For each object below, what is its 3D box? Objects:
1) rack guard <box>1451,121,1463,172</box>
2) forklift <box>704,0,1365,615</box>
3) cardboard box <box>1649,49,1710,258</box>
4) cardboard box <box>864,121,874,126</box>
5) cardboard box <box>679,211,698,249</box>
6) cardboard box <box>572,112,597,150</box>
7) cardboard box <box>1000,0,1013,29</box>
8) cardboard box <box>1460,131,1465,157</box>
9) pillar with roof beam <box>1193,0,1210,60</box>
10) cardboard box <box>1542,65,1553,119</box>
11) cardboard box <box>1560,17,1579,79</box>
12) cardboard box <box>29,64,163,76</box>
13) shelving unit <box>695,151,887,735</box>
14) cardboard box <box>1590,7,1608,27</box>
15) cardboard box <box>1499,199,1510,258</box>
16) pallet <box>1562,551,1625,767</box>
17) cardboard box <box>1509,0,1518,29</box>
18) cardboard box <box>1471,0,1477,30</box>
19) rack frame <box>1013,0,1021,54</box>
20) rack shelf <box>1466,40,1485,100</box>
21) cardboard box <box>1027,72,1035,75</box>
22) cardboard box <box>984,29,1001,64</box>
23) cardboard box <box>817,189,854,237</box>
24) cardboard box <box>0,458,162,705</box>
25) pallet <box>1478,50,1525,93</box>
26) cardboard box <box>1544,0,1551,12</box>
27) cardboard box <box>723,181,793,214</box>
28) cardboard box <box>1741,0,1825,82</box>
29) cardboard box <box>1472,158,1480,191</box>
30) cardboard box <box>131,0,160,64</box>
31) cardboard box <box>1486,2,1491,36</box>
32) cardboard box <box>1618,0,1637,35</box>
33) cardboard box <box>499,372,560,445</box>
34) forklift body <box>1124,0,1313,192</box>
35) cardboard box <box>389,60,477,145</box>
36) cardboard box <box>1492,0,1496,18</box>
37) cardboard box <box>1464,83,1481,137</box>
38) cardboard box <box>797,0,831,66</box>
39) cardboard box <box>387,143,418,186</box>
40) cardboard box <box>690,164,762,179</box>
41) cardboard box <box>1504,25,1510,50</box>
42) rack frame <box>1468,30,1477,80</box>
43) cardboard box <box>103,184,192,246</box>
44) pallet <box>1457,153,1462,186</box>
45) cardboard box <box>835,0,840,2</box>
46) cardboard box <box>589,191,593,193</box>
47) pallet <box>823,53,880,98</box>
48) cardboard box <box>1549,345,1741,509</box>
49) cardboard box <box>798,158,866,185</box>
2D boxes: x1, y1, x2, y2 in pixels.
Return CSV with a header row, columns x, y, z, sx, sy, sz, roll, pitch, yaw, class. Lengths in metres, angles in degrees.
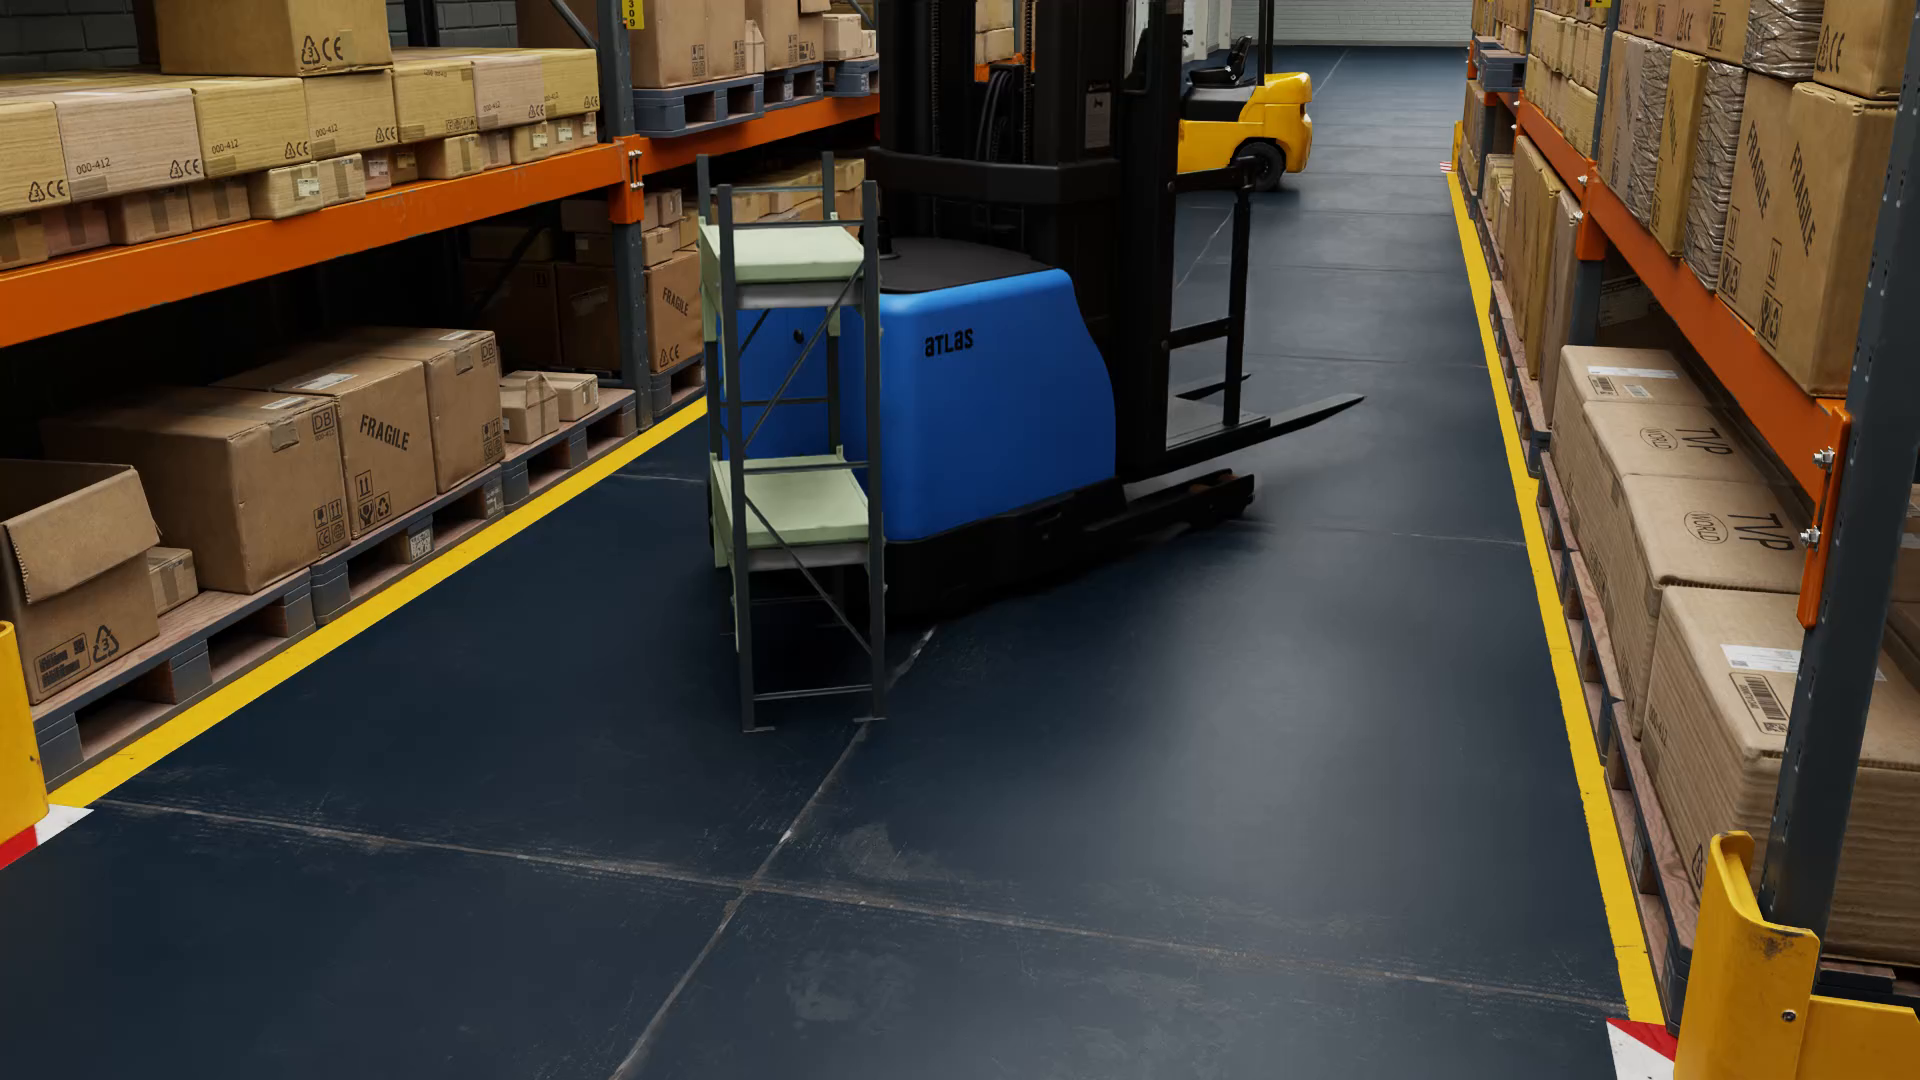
x,y,z,sx,sy,sz,roll,pitch,yaw,class
5.804,-4.130,17.505,1.175,0.500,0.348,5,19,13,rack guard
0.499,-1.538,6.155,1.130,2.935,3.031,17,26,41,forklift
2.141,-1.022,4.384,0.500,0.500,0.500,5,20,15,cardboard box
-0.283,-3.141,13.768,0.875,0.625,0.625,4,19,13,cardboard box
-1.534,-1.555,8.312,0.380,0.149,0.250,4,19,11,cardboard box
-1.757,-1.727,6.993,0.380,0.149,0.250,5,19,14,cardboard box
0.159,-4.465,14.078,0.500,0.250,0.500,4,19,12,cardboard box
5.357,-4.003,16.871,0.500,0.250,0.500,4,19,13,cardboard box
10.002,-15.602,37.942,9.100,9.000,0.400,5,19,13,pillar with roof beam
3.262,-2.298,8.507,0.500,0.250,0.500,5,20,15,cardboard box
2.998,-2.218,7.500,0.500,0.250,0.500,5,20,15,cardboard box
-2.665,-1.427,5.498,0.500,0.250,0.500,5,19,13,cardboard box
-0.488,-0.303,4.753,0.431,1.500,0.755,-4,19,-12,shelving unit
2.756,-2.256,6.449,0.500,0.500,0.500,5,20,15,cardboard box
4.015,-1.960,10.702,0.950,0.372,0.625,3,19,10,cardboard box
2.333,0.360,4.807,1.003,0.211,1.213,5,19,13,pallet
3.825,-3.543,10.656,0.500,0.500,0.500,4,19,13,cardboard box
5.438,-5.398,16.736,0.500,0.500,0.500,4,19,13,cardboard box
0.031,-4.474,14.644,1.000,3.000,0.127,5,19,13,rack frame
5.334,-4.369,15.451,1.077,0.370,4.000,5,19,13,rack shelf
0.707,-4.962,18.132,0.500,0.250,0.500,4,19,13,cardboard box
0.044,-4.066,13.683,0.500,0.250,0.500,5,19,13,cardboard box
-0.974,-1.930,10.415,0.500,0.500,0.500,4,19,13,cardboard box
-2.660,0.086,4.507,0.797,0.503,0.637,4,19,11,cardboard box
3.939,-2.970,10.539,1.213,0.211,1.003,5,19,13,pallet
3.398,-3.058,8.798,0.500,0.500,0.500,5,19,14,cardboard box
-1.173,-1.954,9.483,0.380,0.149,0.250,4,19,11,cardboard box
1.899,-1.178,3.294,0.500,0.500,0.500,5,19,14,cardboard box
4.729,-3.187,14.481,0.500,0.250,0.500,6,20,16,cardboard box
-2.546,-1.945,5.853,0.500,0.500,0.500,4,19,12,cardboard box
4.832,-4.592,14.375,0.500,0.500,0.500,5,20,15,cardboard box
2.539,-1.966,5.600,0.500,0.500,0.500,5,19,14,cardboard box
-1.862,-0.561,6.770,0.396,0.266,0.258,5,20,15,cardboard box
2.314,-4.587,16.290,2.313,2.155,1.214,5,19,13,forklift body
-2.054,-1.544,5.838,0.500,0.250,0.500,5,19,13,cardboard box
4.452,-4.345,13.004,0.500,0.500,0.500,5,20,15,cardboard box
5.228,-4.186,16.247,0.500,0.500,0.500,4,19,11,cardboard box
-1.166,-2.941,9.348,0.797,0.503,0.637,4,19,12,cardboard box
-2.136,-1.326,5.818,0.380,0.149,0.250,5,19,14,cardboard box
-1.450,-2.238,10.314,0.380,0.149,0.250,5,19,14,cardboard box
3.856,-3.368,11.146,0.380,0.149,0.250,5,19,14,cardboard box
5.822,-5.336,17.170,1.000,3.000,0.127,5,19,13,rack frame
-2.386,-0.918,4.622,0.380,0.149,0.250,5,20,15,cardboard box
5.571,-3.741,16.814,1.003,0.211,1.213,5,19,13,pallet
-0.985,-3.859,11.687,0.380,0.149,0.250,5,19,13,cardboard box
-1.839,-1.836,9.136,0.380,0.149,0.250,5,19,14,cardboard box
-1.044,-2.911,10.366,1.213,0.211,1.003,5,19,13,pallet
2.633,-0.373,5.954,0.875,0.438,0.875,4,19,13,cardboard box
-0.822,-2.368,10.693,0.380,0.149,0.250,4,19,11,cardboard box
